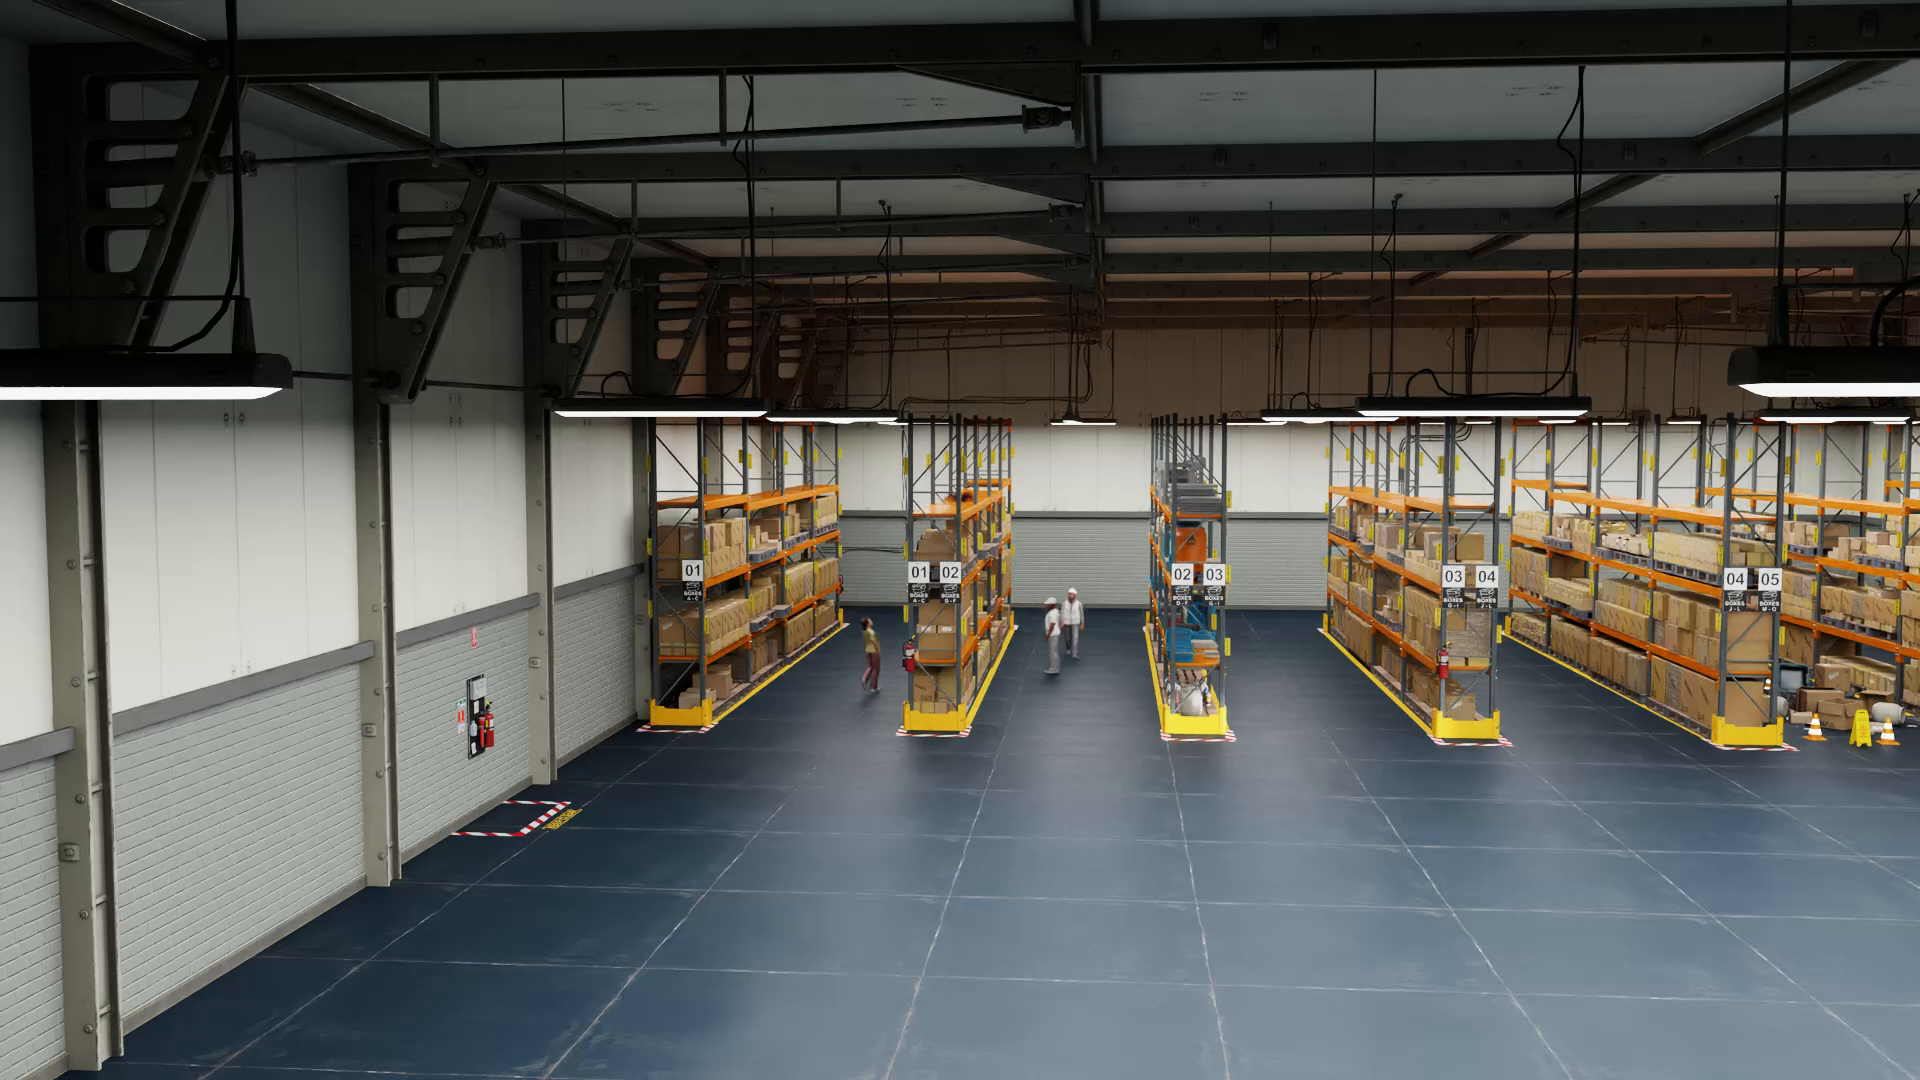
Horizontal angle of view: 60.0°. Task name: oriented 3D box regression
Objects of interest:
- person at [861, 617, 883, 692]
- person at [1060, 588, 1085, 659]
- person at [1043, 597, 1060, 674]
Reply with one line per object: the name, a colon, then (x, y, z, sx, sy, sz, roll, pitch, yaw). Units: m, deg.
person: (-1.918, 2.471, 35.963, 0.480, 1.634, 0.523, 3, 5, 39)
person: (2.794, 2.072, 41.447, 0.618, 1.719, 1.029, 0, 4, 5)
person: (2.138, 2.225, 38.735, 0.380, 1.785, 0.587, 1, 4, 9)
